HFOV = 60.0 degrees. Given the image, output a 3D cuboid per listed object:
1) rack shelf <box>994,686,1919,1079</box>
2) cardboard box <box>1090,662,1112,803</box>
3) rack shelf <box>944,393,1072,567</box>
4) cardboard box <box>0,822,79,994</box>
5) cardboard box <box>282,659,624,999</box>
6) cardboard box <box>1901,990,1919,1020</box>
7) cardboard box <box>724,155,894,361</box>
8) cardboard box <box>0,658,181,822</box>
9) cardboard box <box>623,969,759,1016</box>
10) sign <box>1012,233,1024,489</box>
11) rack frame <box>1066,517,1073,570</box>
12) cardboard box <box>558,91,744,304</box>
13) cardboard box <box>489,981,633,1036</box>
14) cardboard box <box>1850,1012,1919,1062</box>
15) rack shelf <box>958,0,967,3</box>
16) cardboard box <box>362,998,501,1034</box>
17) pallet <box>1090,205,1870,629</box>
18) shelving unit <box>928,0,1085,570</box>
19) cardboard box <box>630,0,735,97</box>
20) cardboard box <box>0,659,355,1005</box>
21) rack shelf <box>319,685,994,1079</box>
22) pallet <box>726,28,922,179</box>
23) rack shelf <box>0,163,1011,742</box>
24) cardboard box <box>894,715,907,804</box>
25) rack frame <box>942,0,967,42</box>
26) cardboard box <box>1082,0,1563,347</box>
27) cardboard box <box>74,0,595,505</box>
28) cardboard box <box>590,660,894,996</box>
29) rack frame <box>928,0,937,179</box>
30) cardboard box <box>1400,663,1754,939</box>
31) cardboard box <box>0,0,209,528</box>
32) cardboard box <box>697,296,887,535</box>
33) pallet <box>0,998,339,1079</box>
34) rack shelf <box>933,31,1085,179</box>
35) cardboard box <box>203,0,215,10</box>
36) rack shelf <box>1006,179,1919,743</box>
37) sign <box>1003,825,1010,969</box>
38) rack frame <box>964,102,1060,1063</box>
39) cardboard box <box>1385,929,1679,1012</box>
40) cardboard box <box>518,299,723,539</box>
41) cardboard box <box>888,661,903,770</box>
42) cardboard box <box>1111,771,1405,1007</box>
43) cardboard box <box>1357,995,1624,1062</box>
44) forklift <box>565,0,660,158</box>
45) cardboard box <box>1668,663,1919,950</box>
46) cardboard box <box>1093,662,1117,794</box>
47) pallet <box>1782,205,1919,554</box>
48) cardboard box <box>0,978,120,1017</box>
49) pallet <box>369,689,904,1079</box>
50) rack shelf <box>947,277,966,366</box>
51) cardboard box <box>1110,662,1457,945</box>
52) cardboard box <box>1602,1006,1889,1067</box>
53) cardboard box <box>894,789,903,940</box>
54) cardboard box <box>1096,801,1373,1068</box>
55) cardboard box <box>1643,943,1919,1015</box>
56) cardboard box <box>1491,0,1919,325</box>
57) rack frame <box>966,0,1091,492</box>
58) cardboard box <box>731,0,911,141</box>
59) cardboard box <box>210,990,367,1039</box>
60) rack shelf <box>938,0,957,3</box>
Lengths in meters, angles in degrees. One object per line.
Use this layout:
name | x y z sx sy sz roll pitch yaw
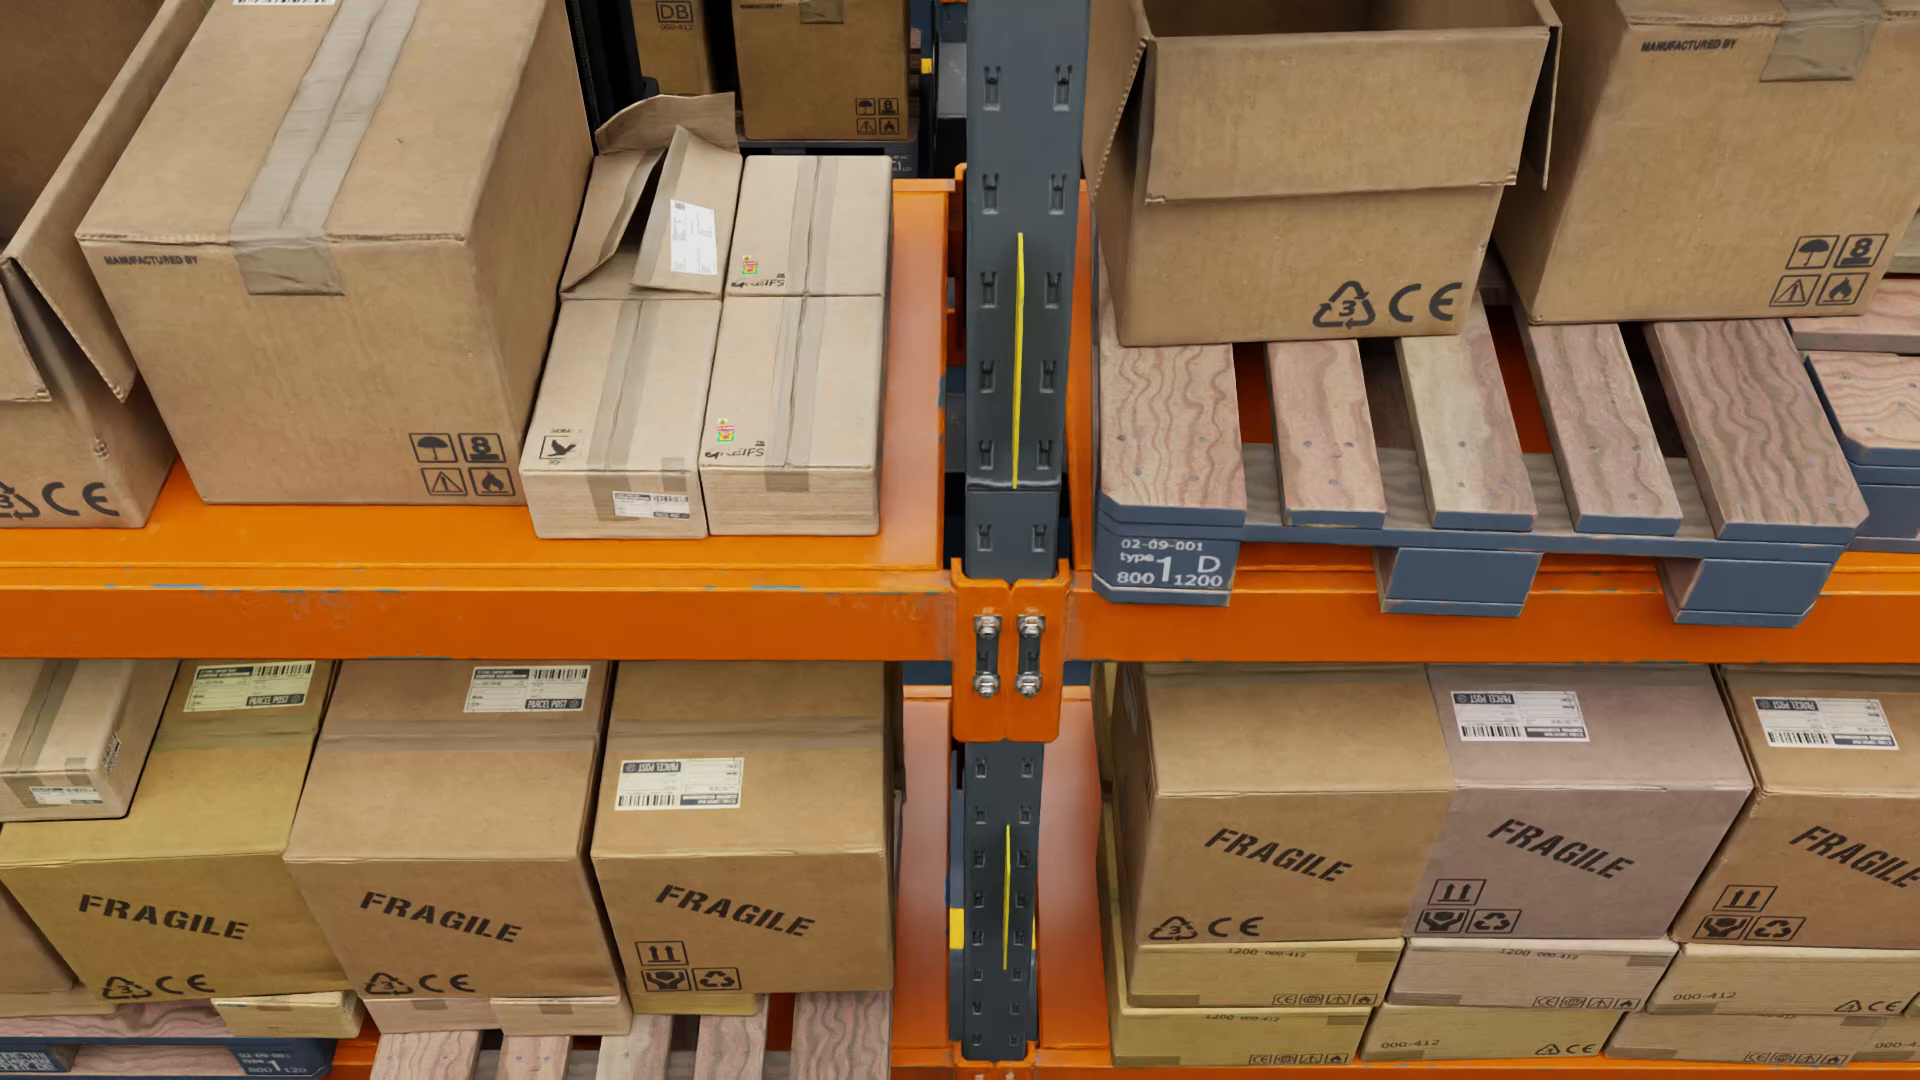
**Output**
rack shelf | 2.073 0.842 3.908 4.000 0.370 1.077 0 47 0
cardboard box | 0.580 0.454 3.881 0.500 0.250 0.500 -1 47 -1
rack shelf | 0.166 -0.229 6.003 0.480 0.518 0.431 0 47 0
cardboard box | -1.950 0.519 3.159 0.500 0.500 0.500 -2 47 -1
cardboard box | -0.900 0.522 3.156 0.500 0.500 0.500 -1 47 0
cardboard box | 2.101 0.678 3.330 0.500 0.250 0.500 1 47 1
cardboard box | -0.241 -0.470 2.761 0.250 0.149 0.380 0 47 0
cardboard box | -1.564 0.294 2.925 0.250 0.149 0.380 -2 47 -2
cardboard box | -0.524 0.758 3.380 0.250 0.149 0.380 1 47 1
sign | 0.069 -0.209 1.993 0.005 0.325 0.100 0 47 0
rack frame | 0.410 -0.714 5.480 0.015 2.100 0.400 0 47 0
cardboard box | -0.497 -0.511 2.719 0.258 0.266 0.396 0 47 0
cardboard box | -0.776 0.790 3.350 0.250 0.149 0.380 0 47 0
cardboard box | 2.093 0.821 3.539 0.500 0.250 0.500 0 47 0
rack shelf | 1.990 -2.781 7.281 4.000 0.370 1.077 0 47 0
cardboard box | -1.028 0.783 3.356 0.250 0.149 0.380 -2 47 -2
pallet | 0.717 -0.403 2.656 1.003 0.211 1.213 2 47 2
shelving unit | 0.166 -0.715 5.481 0.503 2.100 0.431 0 47 0
cardboard box | -1.492 -2.476 7.755 0.750 0.750 1.050 1 47 1
cardboard box | -1.404 0.522 3.157 0.500 0.500 0.500 -3 47 -3
rack shelf | -1.927 0.831 3.918 4.000 0.370 1.077 0 47 0
pallet | -0.798 -2.139 8.097 1.213 0.211 1.003 0 47 0
rack shelf | -1.927 -0.191 2.820 4.000 0.370 1.077 0 47 0
cardboard box | -0.251 0.397 3.716 0.250 0.149 0.380 -2 47 -2
rack frame | -0.010 -3.032 7.023 0.127 3.000 1.000 0 47 0
cardboard box | 0.451 -0.718 2.462 0.637 0.503 0.797 -2 47 -2
cardboard box | -0.875 -0.474 2.525 0.500 0.500 0.700 0 47 0
cardboard box | -0.383 0.515 3.163 0.500 0.500 0.500 -1 47 -1
rack frame | -0.078 -0.716 5.482 0.015 2.100 0.400 0 47 0
cardboard box | 1.061 0.392 3.085 0.500 0.500 0.500 0 47 0
cardboard box | -1.452 -0.449 2.499 0.637 0.503 0.797 0 47 0
cardboard box | -0.243 -0.192 2.502 0.250 0.149 0.380 0 47 0
pallet | -1.907 0.682 3.697 1.213 0.211 1.003 0 47 0
rack shelf | 0.166 -1.183 4.979 0.480 0.518 0.431 0 47 0
cardboard box | -3.389 -2.484 7.762 0.750 0.750 1.050 0 47 0
rack shelf | 2.073 -0.180 2.810 4.000 0.370 1.077 0 47 0
sign | 0.080 0.621 2.885 0.005 0.325 0.100 0 47 0
rack frame | 0.073 0.592 3.650 0.127 3.000 1.000 0 47 0
cardboard box | 1.096 0.657 3.350 0.500 0.250 0.500 1 47 1
cardboard box | -0.491 -0.187 2.497 0.250 0.149 0.380 0 47 0
cardboard box | -0.376 0.143 3.510 0.500 0.500 0.500 -1 47 -1
cardboard box | 0.579 0.655 3.352 0.500 0.250 0.500 0 47 0
cardboard box | 1.075 0.817 3.543 0.500 0.250 0.500 -1 47 -1
forklift | -1.912 -1.550 5.690 3.031 2.935 1.130 16 49 14
cardboard box | 1.579 0.404 3.073 0.500 0.500 0.500 1 47 1
cardboard box | 0.558 0.288 3.694 0.500 0.250 0.500 0 47 0
pallet | 1.835 -0.402 2.655 1.213 0.211 1.003 2 47 2
cardboard box | -1.805 0.759 3.379 0.250 0.149 0.380 -1 47 -1
pallet | -0.640 0.733 3.649 1.003 0.211 1.213 0 47 0
rack shelf | 0.166 -0.706 5.491 0.480 0.518 0.431 0 47 0
cardboard box | 0.565 0.397 3.080 0.500 0.500 0.500 -1 47 -1
cardboard box | 1.600 0.822 3.538 0.500 0.250 0.500 2 47 1
cardboard box | -0.256 0.706 3.429 0.250 0.149 0.380 2 47 2
cardboard box | 0.561 0.828 3.532 0.500 0.250 0.500 -1 47 -1
cardboard box | 1.594 0.667 3.341 0.500 0.250 0.500 0 47 0
cardboard box | 1.064 -0.744 2.489 0.500 0.500 0.700 -2 47 -2
rack frame | 0.073 -1.452 1.454 0.127 3.000 1.000 0 47 0
cardboard box | -0.618 -2.476 7.755 0.750 0.750 1.050 0 47 0
cardboard box | -1.303 0.793 3.348 0.250 0.149 0.380 1 47 1
rack shelf | -2.010 -2.792 7.291 4.000 0.370 1.077 0 47 0
